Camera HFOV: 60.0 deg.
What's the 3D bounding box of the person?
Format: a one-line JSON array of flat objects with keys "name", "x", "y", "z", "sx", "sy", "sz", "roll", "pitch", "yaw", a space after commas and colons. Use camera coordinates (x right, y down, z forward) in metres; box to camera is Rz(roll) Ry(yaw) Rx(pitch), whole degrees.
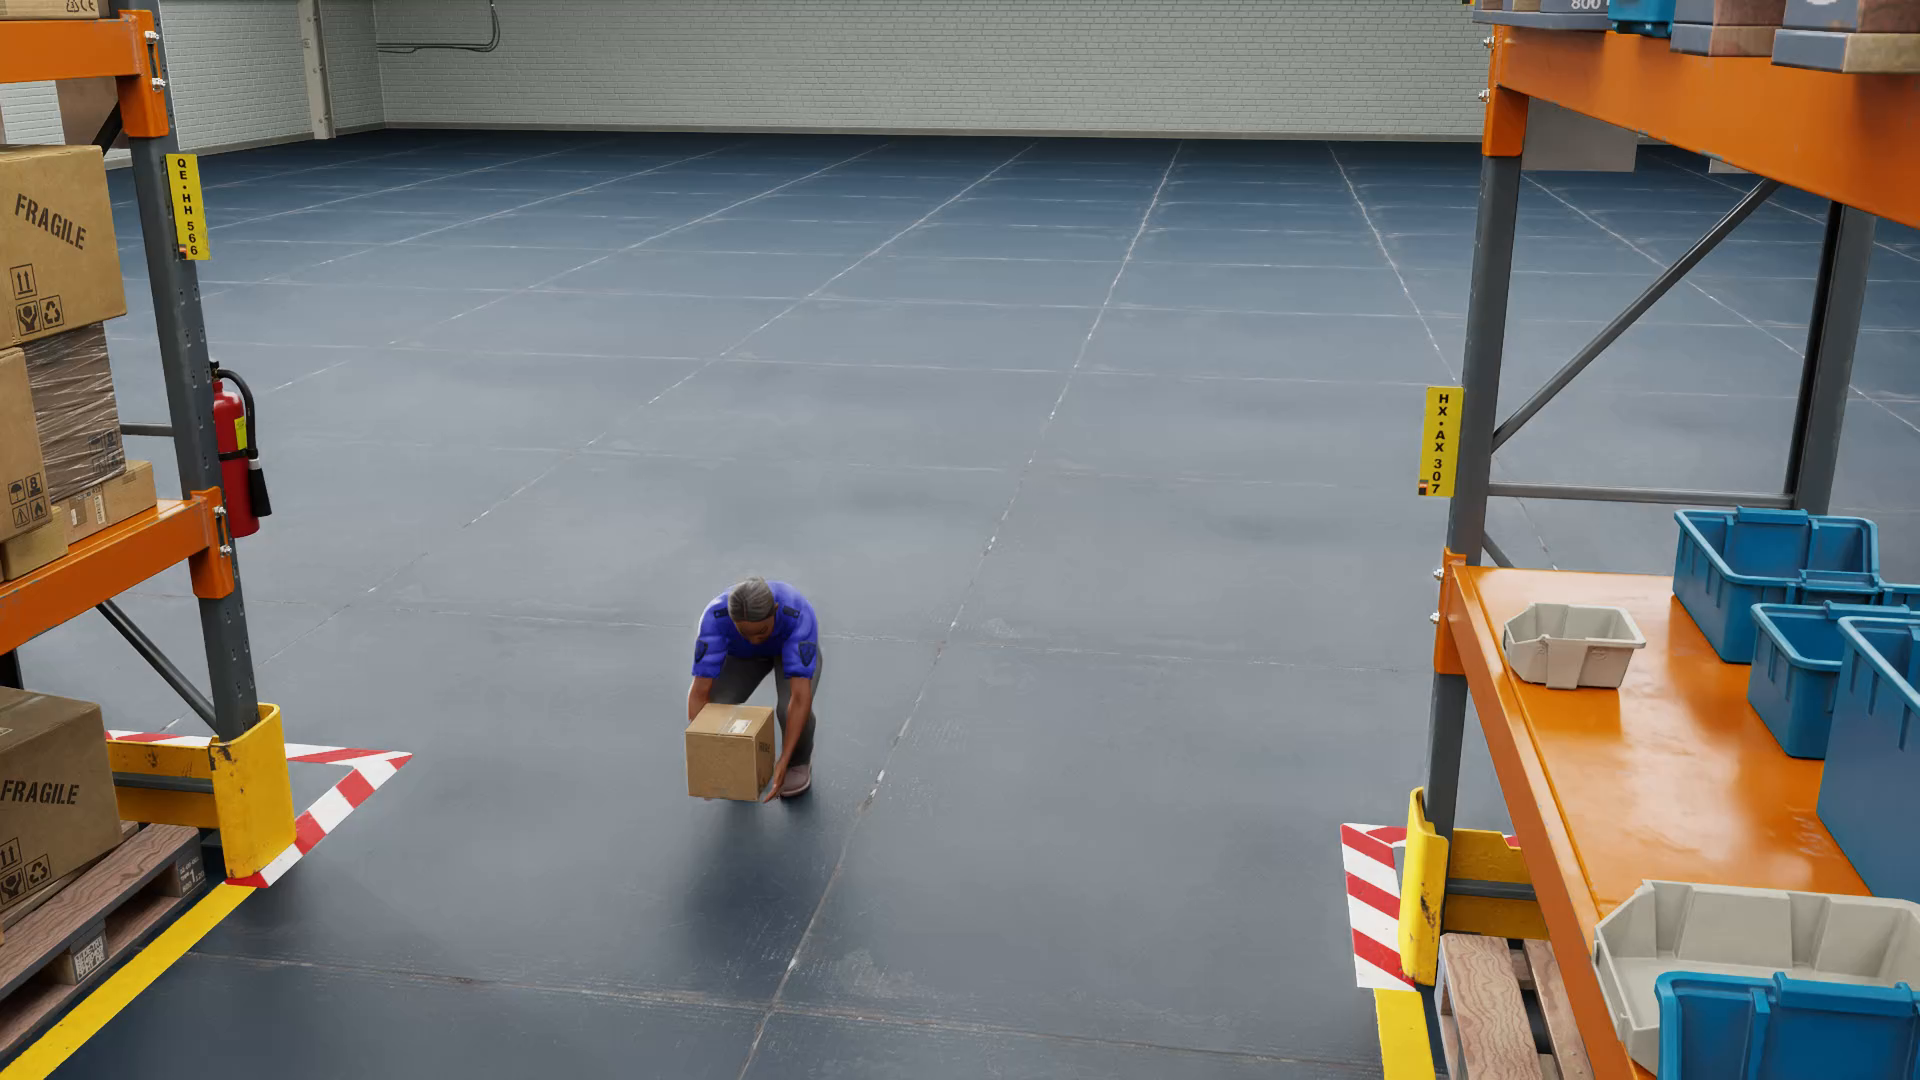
[{"name": "person", "x": -0.738, "y": 0.509, "z": 6.178, "sx": 0.482, "sy": 0.936, "sz": 0.824, "roll": 3, "pitch": 18, "yaw": 9}]
